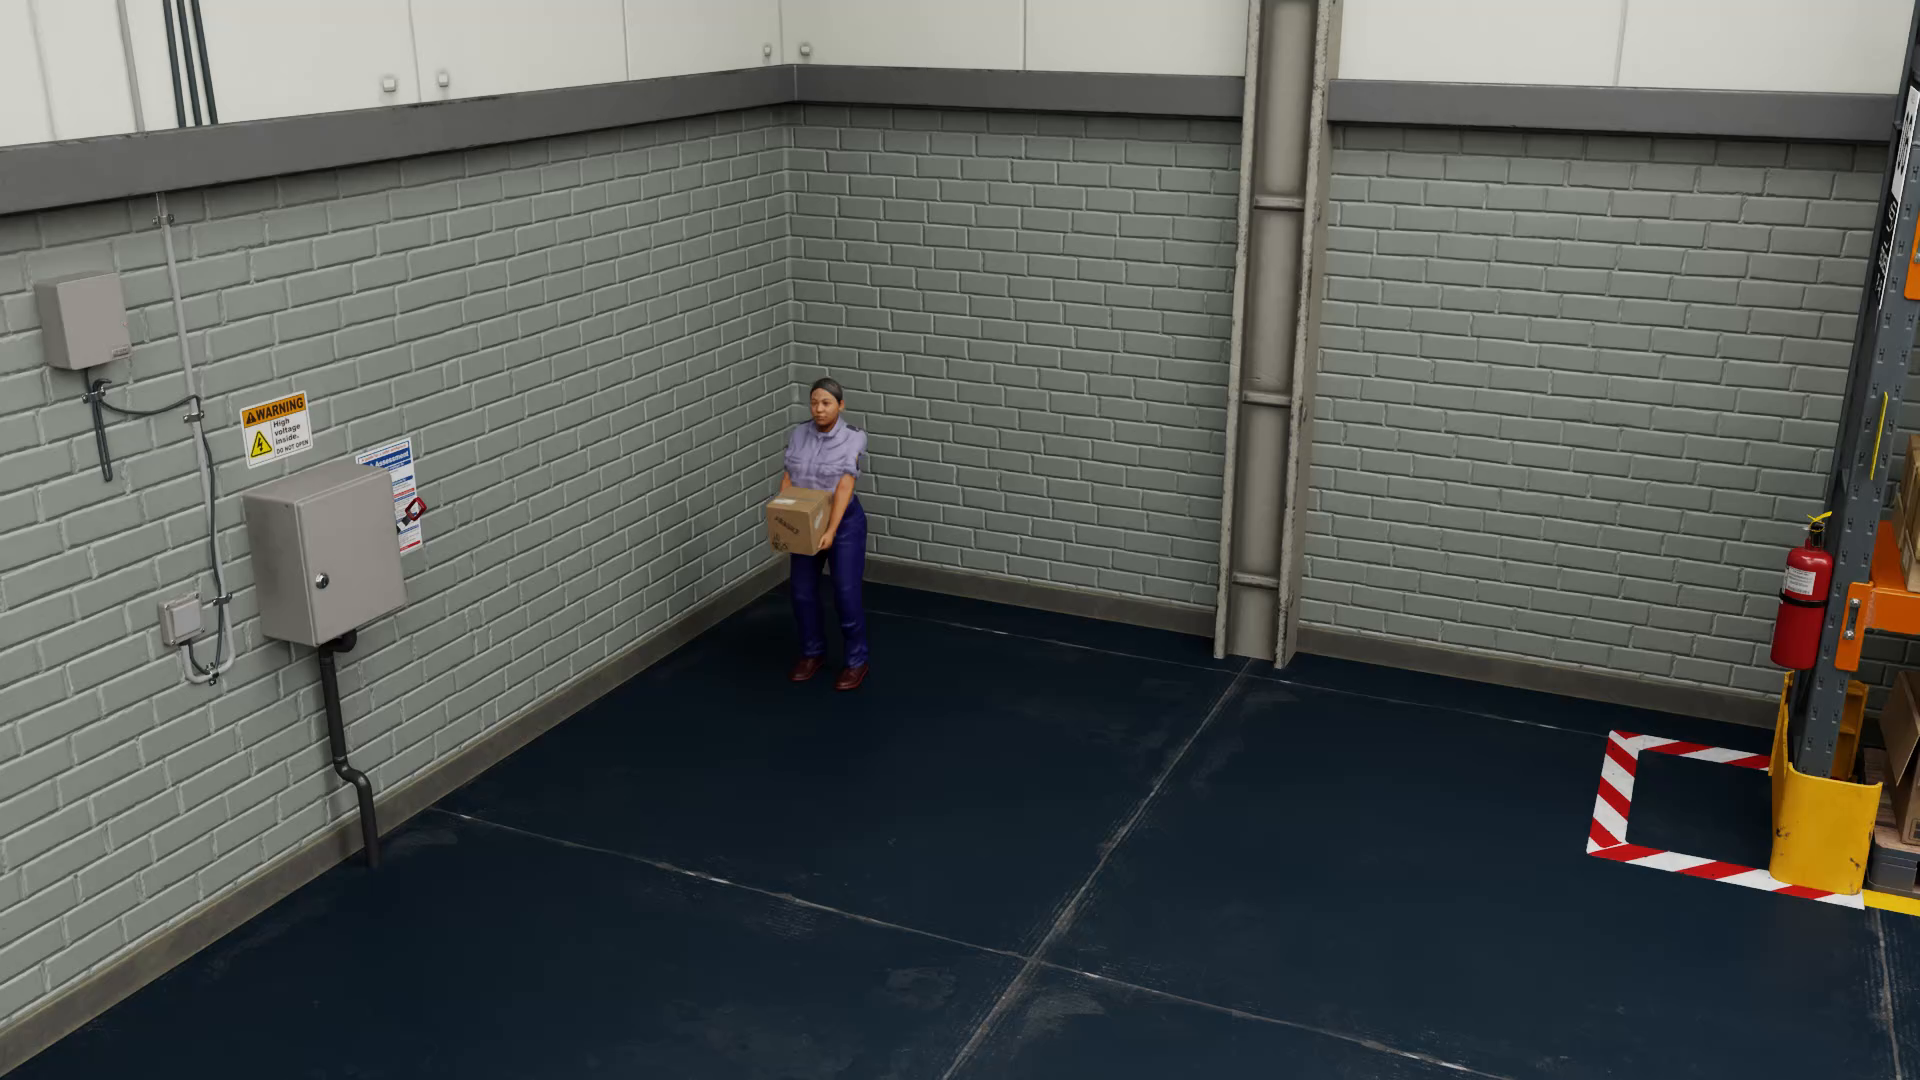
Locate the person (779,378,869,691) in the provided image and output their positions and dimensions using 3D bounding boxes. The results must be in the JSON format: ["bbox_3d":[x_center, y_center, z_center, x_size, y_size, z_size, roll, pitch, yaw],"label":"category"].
[{"bbox_3d":[-0.722,-0.012,8.659,0.435,1.634,0.525,8,21,22],"label":"person"}]
